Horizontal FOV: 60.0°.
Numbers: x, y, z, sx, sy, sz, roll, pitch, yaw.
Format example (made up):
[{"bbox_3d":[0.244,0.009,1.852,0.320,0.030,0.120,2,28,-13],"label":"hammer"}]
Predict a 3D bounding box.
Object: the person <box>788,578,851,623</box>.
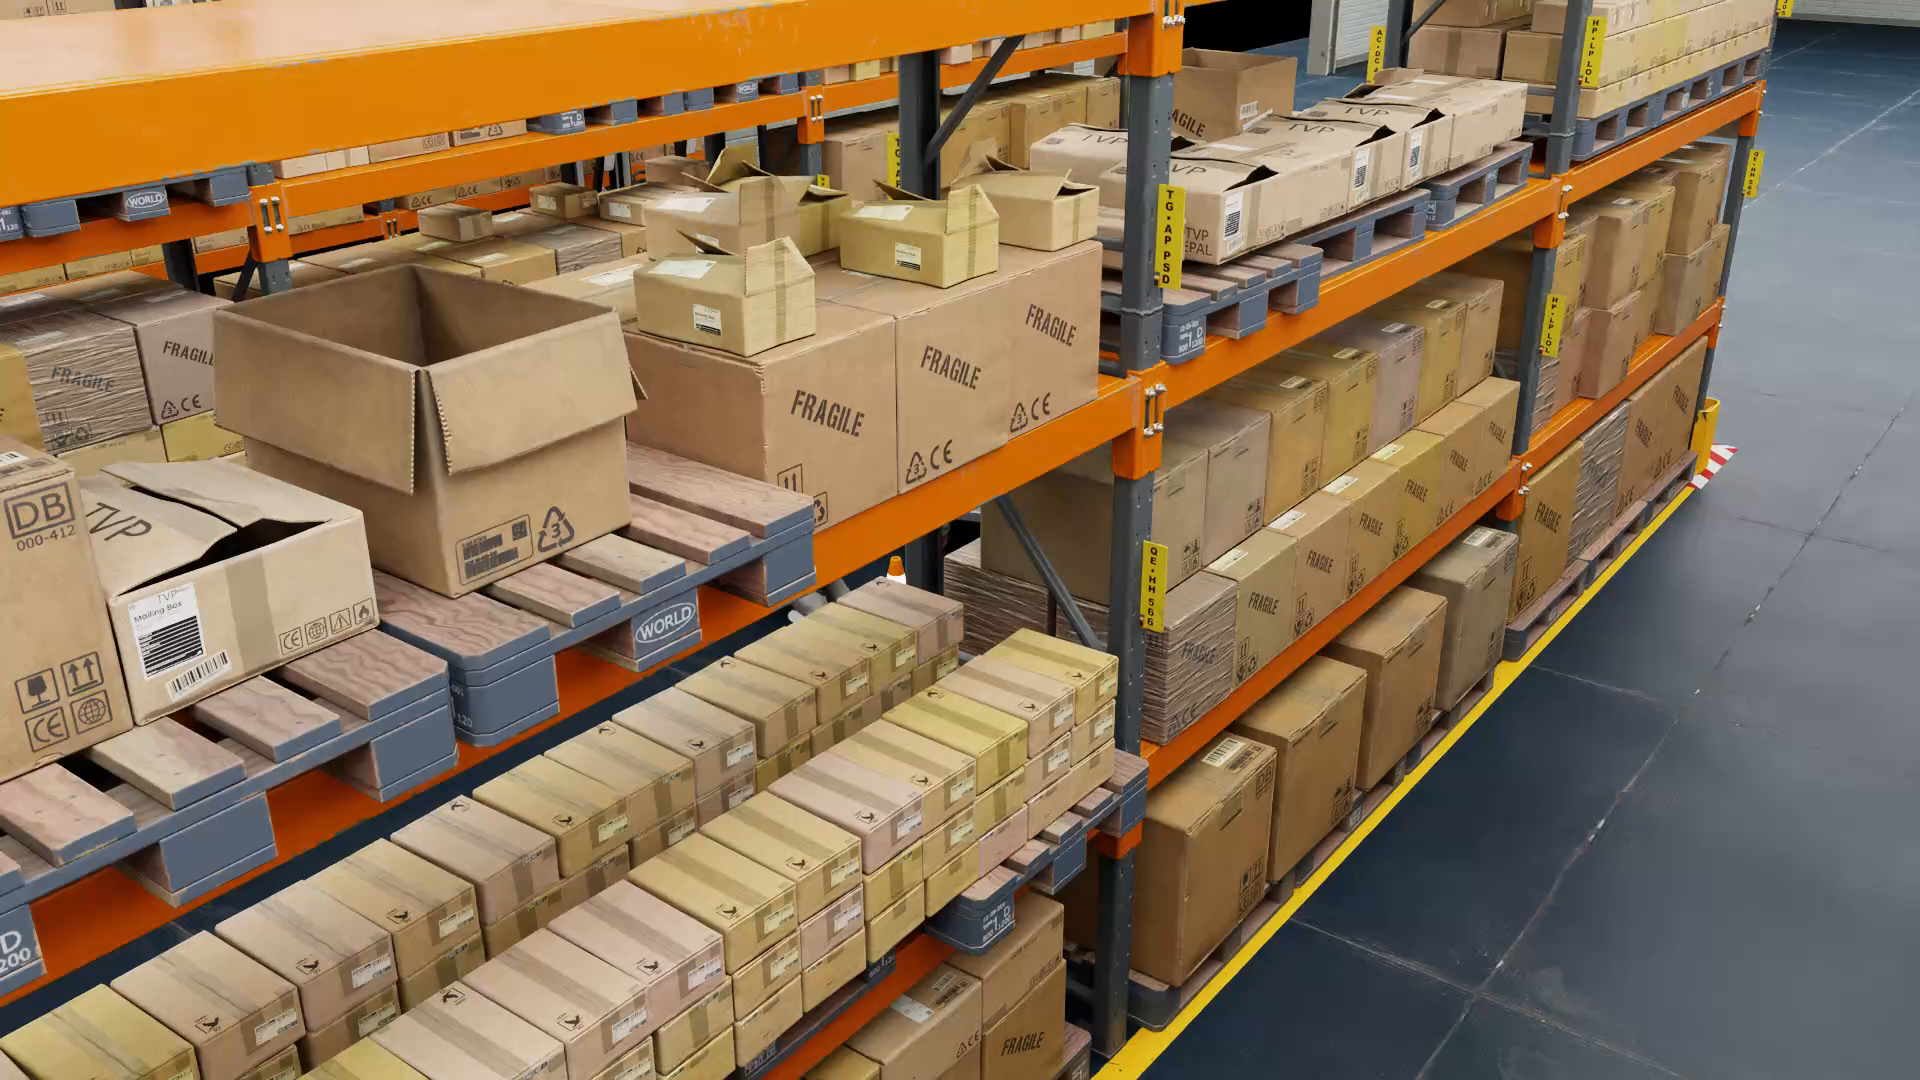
[{"bbox_3d":[-0.959,0.126,10.054,0.867,0.730,0.462,16,28,32],"label":"person"}]
